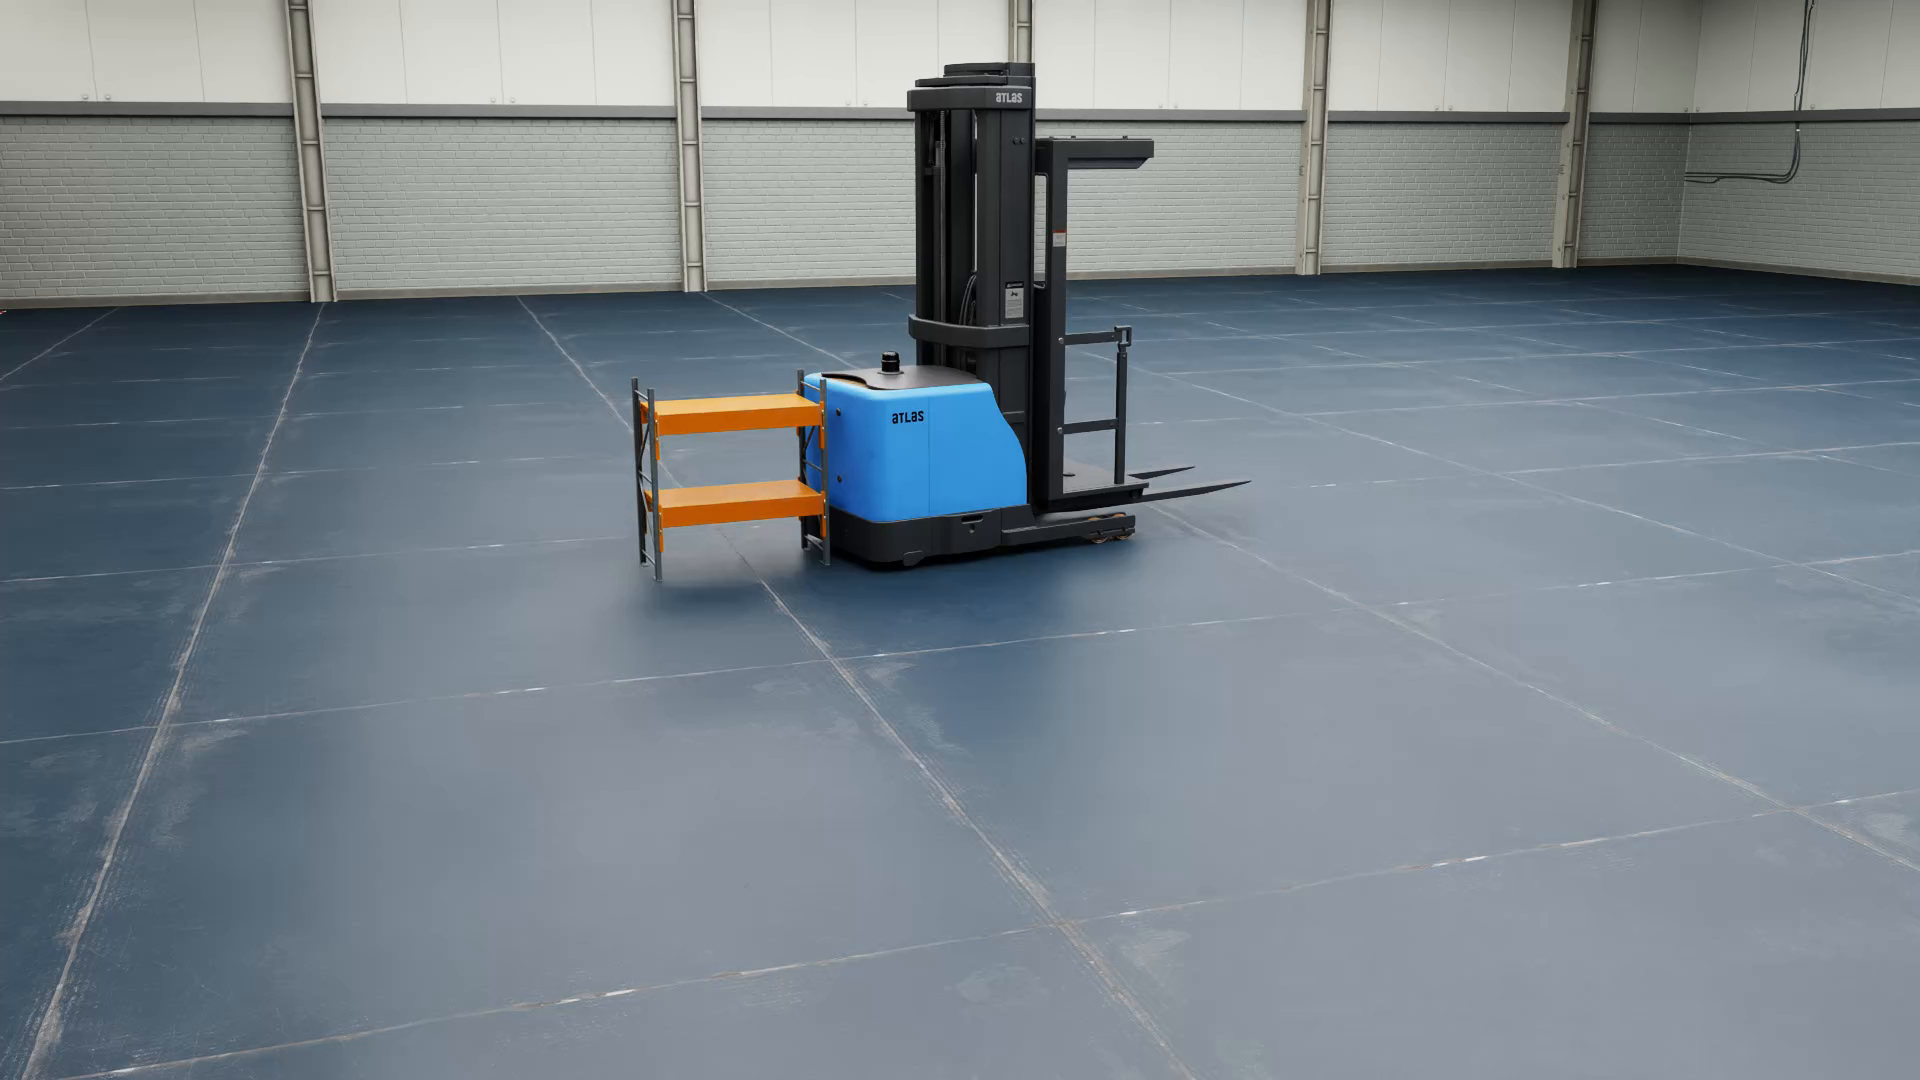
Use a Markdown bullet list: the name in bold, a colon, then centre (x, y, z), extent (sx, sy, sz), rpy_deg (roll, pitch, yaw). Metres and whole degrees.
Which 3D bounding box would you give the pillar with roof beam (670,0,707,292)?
- **pillar with roof beam**: centre (-3.218, -7.741, 23.739), extent (0.400, 9.000, 9.100), rpy_deg (-4, 14, -18)

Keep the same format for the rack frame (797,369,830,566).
- **rack frame**: centre (-0.889, -0.446, 10.089), extent (0.032, 1.125, 0.500), rpy_deg (-5, 14, -21)

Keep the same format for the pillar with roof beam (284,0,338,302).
- **pillar with roof beam**: centre (-8.905, -7.298, 21.877), extent (0.400, 9.000, 9.100), rpy_deg (-4, 14, -18)

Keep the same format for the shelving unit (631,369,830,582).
- **shelving unit**: centre (-1.360, -0.402, 9.903), extent (1.048, 1.125, 0.538), rpy_deg (-5, 14, -21)

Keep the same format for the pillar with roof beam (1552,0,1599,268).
- **pillar with roof beam**: centre (13.842, -9.069, 29.324), extent (0.400, 9.000, 9.100), rpy_deg (-4, 14, -18)

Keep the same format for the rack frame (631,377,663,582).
- **rack frame**: centre (-1.831, -0.358, 9.717), extent (0.032, 1.125, 0.500), rpy_deg (-5, 14, -21)

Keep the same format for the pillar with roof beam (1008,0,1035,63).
- **pillar with roof beam**: centre (2.469, -8.183, 25.601), extent (0.400, 9.000, 9.100), rpy_deg (-4, 14, -18)

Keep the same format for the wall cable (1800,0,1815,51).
- **wall cable**: centre (16.546, -10.294, 30.269), extent (0.112, 2.526, 3.097), rpy_deg (-4, 14, -18)

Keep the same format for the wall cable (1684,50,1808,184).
- **wall cable**: centre (15.683, -8.430, 33.348), extent (0.112, 2.526, 3.097), rpy_deg (-4, 14, -18)

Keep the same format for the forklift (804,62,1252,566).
- **forklift**: centre (0.533, -1.500, 10.617), extent (3.031, 2.935, 1.130), rpy_deg (-8, 16, -30)

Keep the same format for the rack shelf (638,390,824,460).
- **rack shelf**: centre (-1.360, -0.687, 9.835), extent (1.000, 0.278, 0.538), rpy_deg (-5, 14, -21)

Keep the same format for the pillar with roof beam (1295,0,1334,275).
- **pillar with roof beam**: centre (8.155, -8.626, 27.462), extent (0.400, 9.000, 9.100), rpy_deg (-4, 14, -18)

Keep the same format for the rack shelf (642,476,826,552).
- **rack shelf**: centre (-1.360, -0.164, 9.959), extent (1.000, 0.278, 0.538), rpy_deg (-5, 14, -21)
